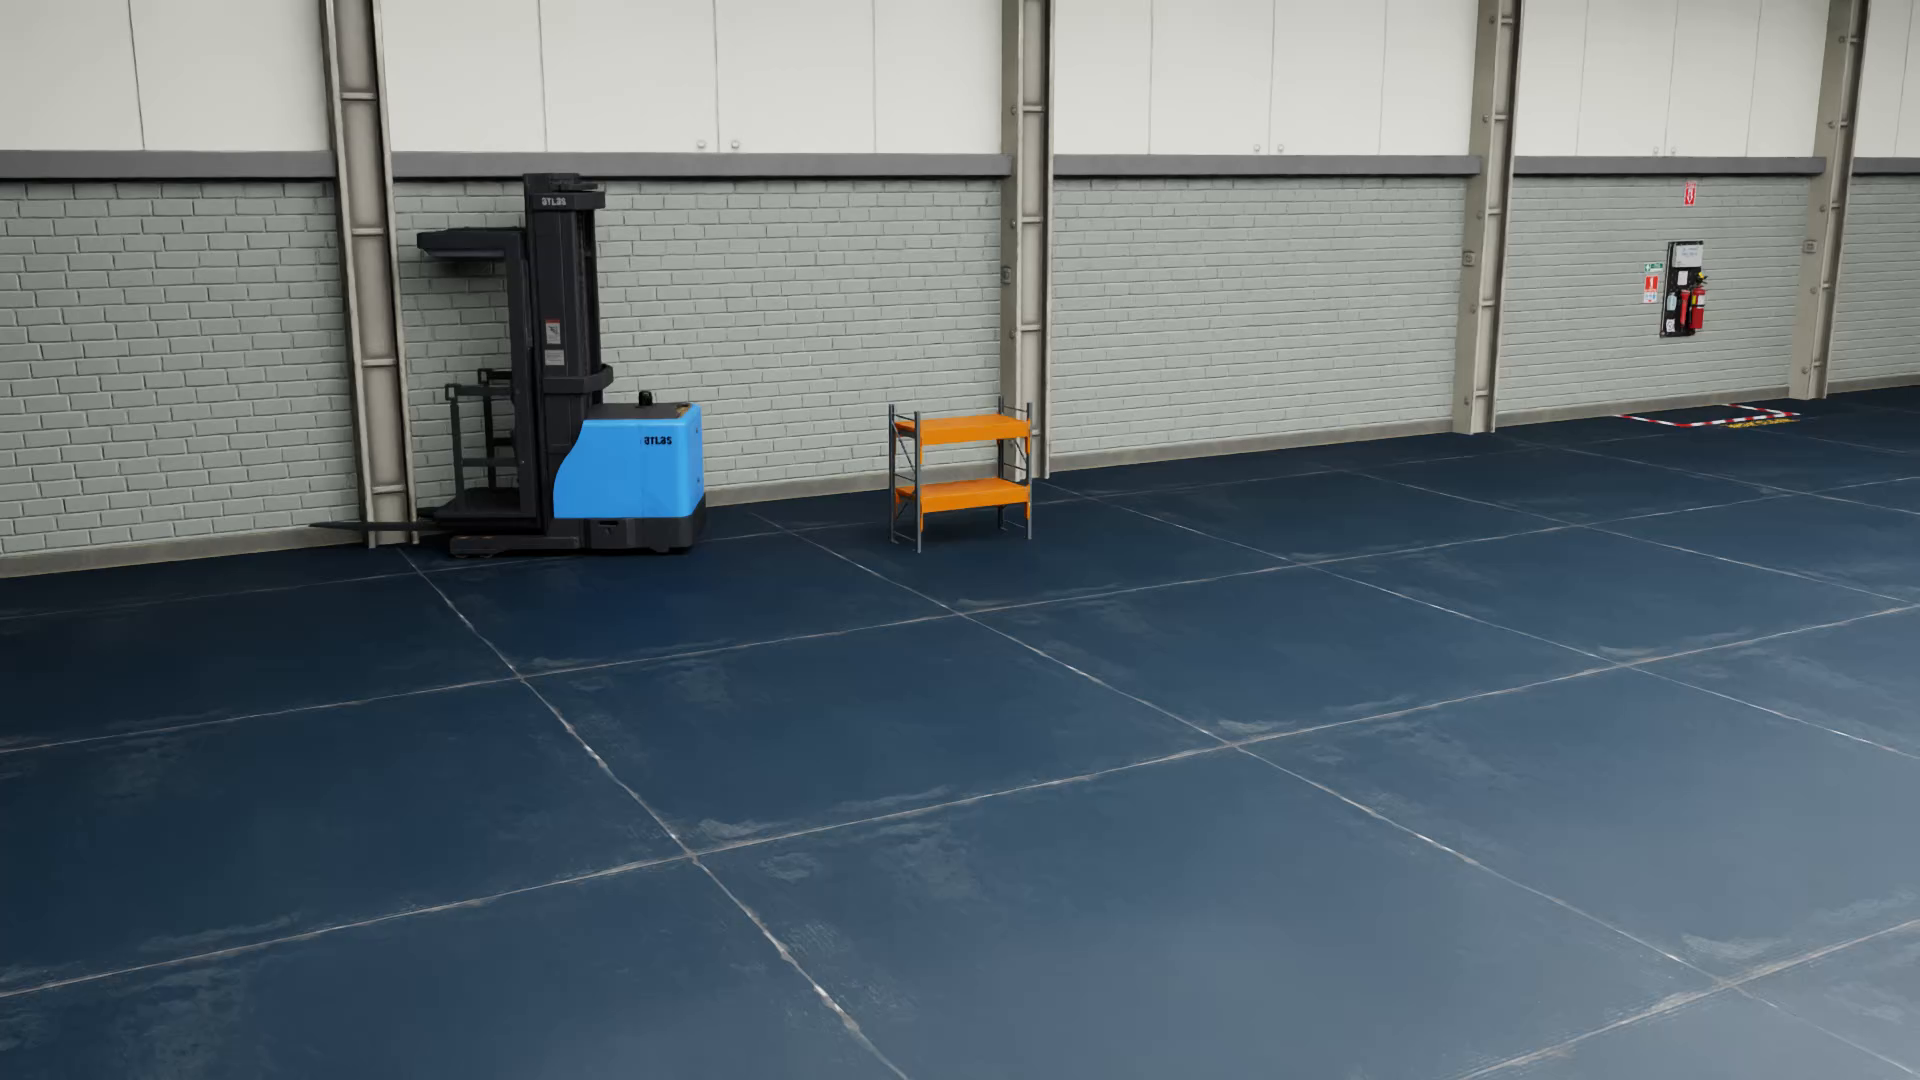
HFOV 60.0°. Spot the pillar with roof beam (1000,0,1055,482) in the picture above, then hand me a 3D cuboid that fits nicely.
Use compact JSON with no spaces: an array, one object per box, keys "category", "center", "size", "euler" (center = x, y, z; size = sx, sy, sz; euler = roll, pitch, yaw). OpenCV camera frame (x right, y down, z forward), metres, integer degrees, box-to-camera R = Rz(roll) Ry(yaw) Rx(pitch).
[{"category":"pillar with roof beam","center":[2.697,-4.175,11.664],"size":[0.400,9.000,9.100],"euler":[-7,14,-28]}]

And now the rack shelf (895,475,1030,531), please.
[{"category":"rack shelf","center":[0.006,-0.311,13.543],"size":[1.000,0.278,0.538],"euler":[-7,14,-28]}]

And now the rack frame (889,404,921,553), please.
[{"category":"rack frame","center":[-0.440,-0.496,13.251],"size":[0.032,1.125,0.500],"euler":[-7,14,-28]}]

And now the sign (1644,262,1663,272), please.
[{"category":"sign","center":[8.454,-3.324,20.258],"size":[0.331,0.109,0.001],"euler":[-7,14,-28]}]

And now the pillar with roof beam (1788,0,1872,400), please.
[{"category":"pillar with roof beam","center":[13.230,-5.437,17.273],"size":[0.400,9.000,9.100],"euler":[-7,14,-28]}]

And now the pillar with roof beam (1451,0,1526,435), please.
[{"category":"pillar with roof beam","center":[7.964,-4.806,14.469],"size":[0.400,9.000,9.100],"euler":[-7,14,-28]}]

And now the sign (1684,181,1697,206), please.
[{"category":"sign","center":[8.925,-4.237,20.323],"size":[0.199,0.298,0.001],"euler":[-7,14,-28]}]

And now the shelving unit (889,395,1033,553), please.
[{"category":"shelving unit","center":[0.006,-0.549,13.489],"size":[1.048,1.125,0.538],"euler":[-7,14,-28]}]

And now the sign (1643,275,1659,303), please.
[{"category":"sign","center":[8.445,-3.067,20.322],"size":[0.234,0.329,0.001],"euler":[-7,14,-28]}]

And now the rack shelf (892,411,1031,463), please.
[{"category":"rack shelf","center":[0.006,-0.835,13.425],"size":[1.000,0.278,0.538],"euler":[-7,14,-28]}]

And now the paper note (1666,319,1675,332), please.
[{"category":"paper note","center":[8.792,-2.652,20.569],"size":[0.142,0.148,0.016],"euler":[-7,14,-28]}]

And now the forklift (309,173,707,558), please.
[{"category":"forklift","center":[-3.629,-1.408,13.189],"size":[3.031,2.935,1.130],"euler":[0,13,-2]}]

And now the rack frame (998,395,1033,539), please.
[{"category":"rack frame","center":[0.452,-0.603,13.726],"size":[0.032,1.125,0.500],"euler":[-7,14,-28]}]

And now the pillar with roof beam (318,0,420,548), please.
[{"category":"pillar with roof beam","center":[-2.569,-3.544,8.859],"size":[0.400,9.000,9.100],"euler":[-7,14,-28]}]

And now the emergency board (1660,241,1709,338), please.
[{"category":"emergency board","center":[8.980,-3.087,20.496],"size":[0.643,1.169,0.194],"euler":[-7,14,-28]}]
